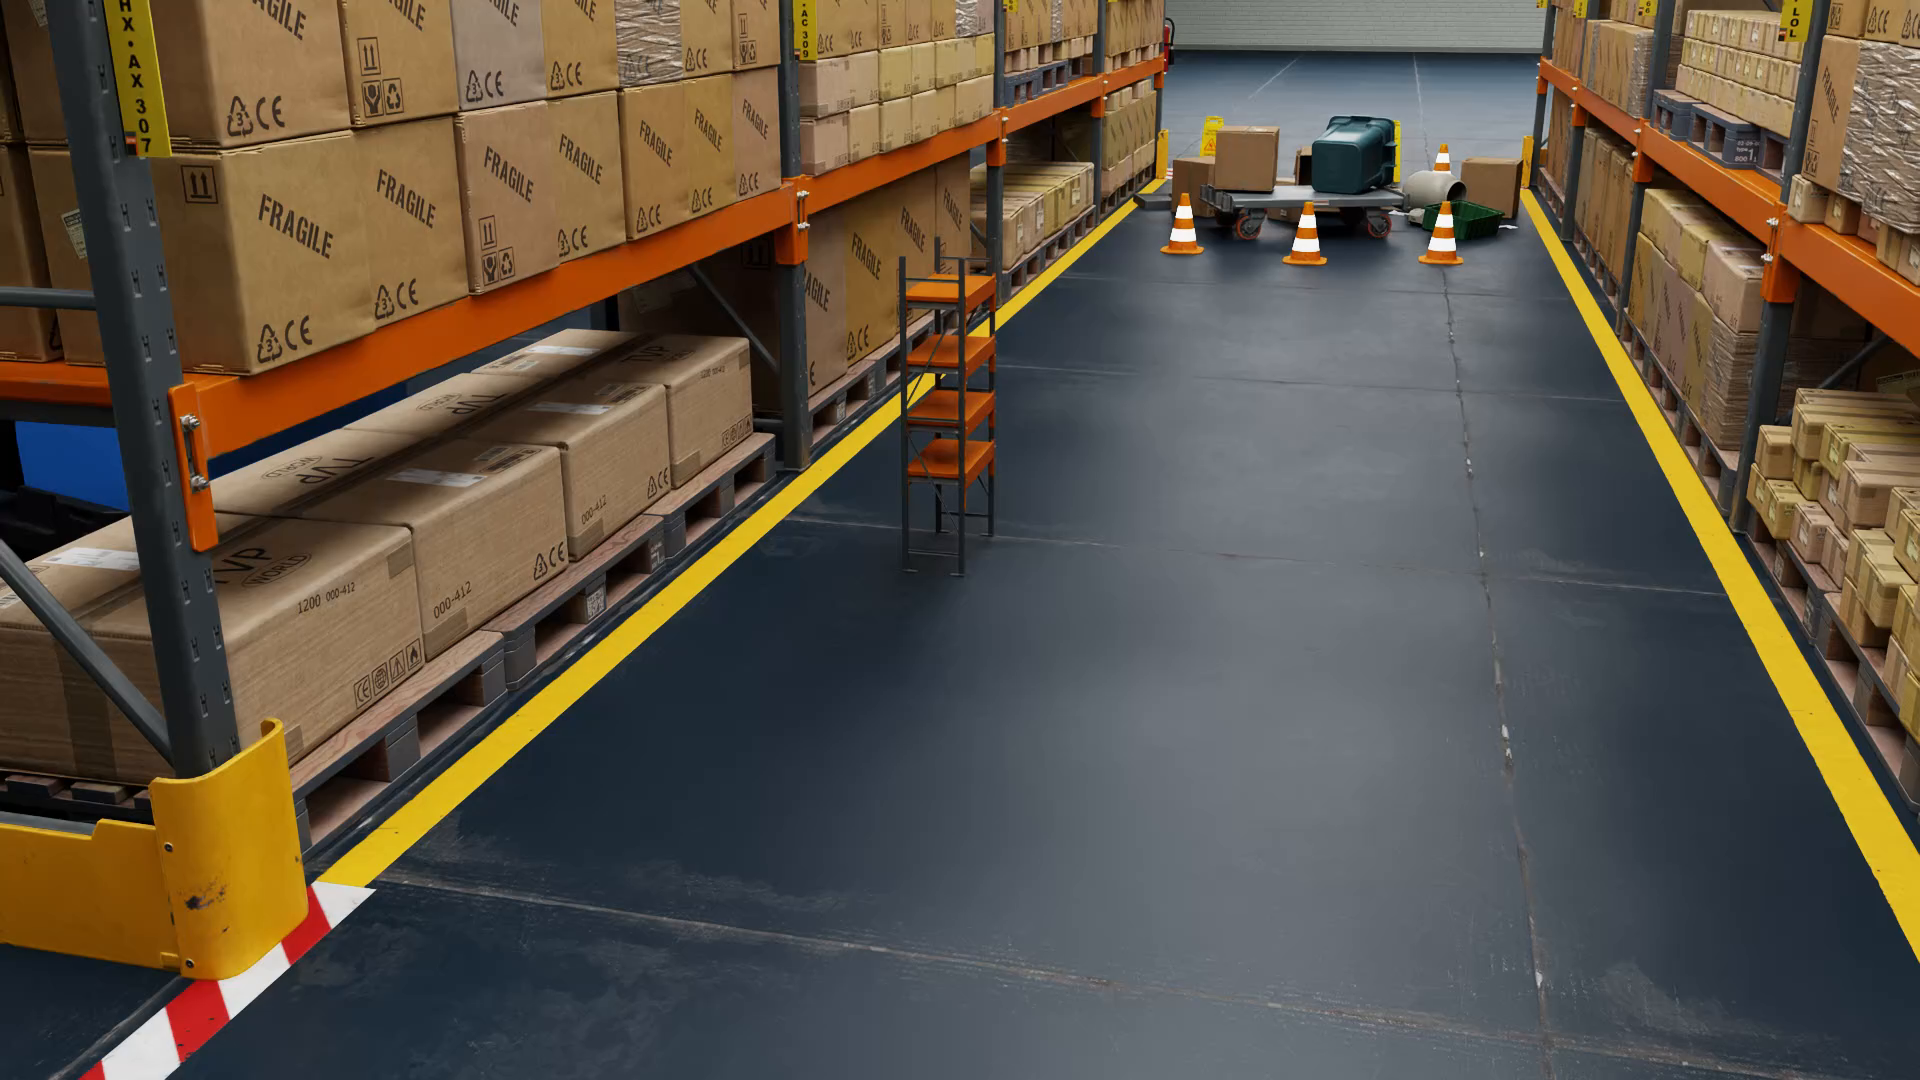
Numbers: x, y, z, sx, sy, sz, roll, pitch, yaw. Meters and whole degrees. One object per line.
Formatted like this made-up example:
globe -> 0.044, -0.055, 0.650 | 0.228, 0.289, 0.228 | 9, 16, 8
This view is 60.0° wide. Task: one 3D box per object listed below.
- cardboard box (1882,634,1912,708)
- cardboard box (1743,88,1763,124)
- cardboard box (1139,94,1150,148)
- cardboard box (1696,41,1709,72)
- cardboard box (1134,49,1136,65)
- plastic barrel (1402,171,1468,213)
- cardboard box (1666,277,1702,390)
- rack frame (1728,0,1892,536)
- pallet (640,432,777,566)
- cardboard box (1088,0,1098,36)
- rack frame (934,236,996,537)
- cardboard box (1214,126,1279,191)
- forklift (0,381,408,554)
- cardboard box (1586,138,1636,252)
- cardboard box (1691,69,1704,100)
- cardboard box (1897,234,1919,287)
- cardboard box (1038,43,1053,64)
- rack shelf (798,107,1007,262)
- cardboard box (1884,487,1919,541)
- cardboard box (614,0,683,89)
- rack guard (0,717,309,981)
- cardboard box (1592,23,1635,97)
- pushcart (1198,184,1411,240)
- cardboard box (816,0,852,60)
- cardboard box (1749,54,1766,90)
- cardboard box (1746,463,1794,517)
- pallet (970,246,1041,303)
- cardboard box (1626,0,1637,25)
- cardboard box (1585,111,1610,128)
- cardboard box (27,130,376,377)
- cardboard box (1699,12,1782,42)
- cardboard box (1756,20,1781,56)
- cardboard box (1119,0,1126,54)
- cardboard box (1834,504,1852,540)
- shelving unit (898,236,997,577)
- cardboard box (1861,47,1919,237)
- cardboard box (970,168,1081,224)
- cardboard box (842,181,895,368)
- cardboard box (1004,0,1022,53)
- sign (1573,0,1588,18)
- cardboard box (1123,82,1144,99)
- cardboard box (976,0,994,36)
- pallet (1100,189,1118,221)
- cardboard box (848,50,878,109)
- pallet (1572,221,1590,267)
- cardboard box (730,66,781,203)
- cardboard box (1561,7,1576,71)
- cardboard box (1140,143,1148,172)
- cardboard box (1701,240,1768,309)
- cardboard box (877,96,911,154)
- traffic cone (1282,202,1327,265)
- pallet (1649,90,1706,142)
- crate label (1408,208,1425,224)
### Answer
cardboard box -> 2.833, 0.393, 4.659 | 0.380, 0.149, 0.250 | 5, 19, 14
cardboard box -> 3.791, -1.964, 7.535 | 0.380, 0.149, 0.250 | 4, 19, 11
cardboard box -> 1.676, -4.355, 17.242 | 0.500, 0.500, 0.500 | 5, 20, 15
cardboard box -> 4.174, -2.588, 8.902 | 0.380, 0.149, 0.250 | 4, 19, 12
cardboard box -> 1.510, -4.721, 16.257 | 0.380, 0.149, 0.250 | 5, 19, 13
plastic barrel -> 4.380, -3.183, 15.352 | 0.421, 0.421, 0.512 | -13, 23, -34
cardboard box -> 3.828, -1.007, 8.213 | 0.500, 0.500, 0.500 | 4, 19, 12
rack frame -> 3.636, -1.418, 6.199 | 1.000, 3.000, 0.127 | 5, 19, 13
pallet -> -1.450, -0.226, 7.022 | 1.003, 0.211, 1.213 | 5, 19, 13
cardboard box -> 0.876, -4.509, 13.983 | 0.500, 0.500, 0.500 | 4, 19, 12
rack frame -> 0.019, -0.592, 6.566 | 0.240, 1.200, 0.015 | 5, 19, 13
cardboard box -> 2.499, -3.329, 14.489 | 0.500, 0.500, 0.500 | 5, 19, 13
forklift -> -3.687, -1.518, 6.597 | 3.031, 2.935, 1.130 | 11, 22, 29
cardboard box -> 5.287, -2.556, 12.361 | 1.050, 0.750, 0.750 | 5, 19, 13
cardboard box -> 4.177, -2.459, 8.984 | 0.380, 0.149, 0.250 | 6, 20, 16
cardboard box -> 2.975, -0.820, 4.835 | 0.380, 0.149, 0.250 | 6, 20, 16
cardboard box -> 0.490, -3.701, 12.621 | 0.380, 0.149, 0.250 | 5, 20, 15
rack shelf -> -0.700, -2.064, 9.202 | 1.077, 0.370, 4.000 | 5, 19, 13
cardboard box -> 3.043, -0.044, 5.016 | 0.380, 0.149, 0.250 | 4, 19, 11
cardboard box -> -1.283, -1.809, 5.643 | 0.500, 0.500, 0.500 | 5, 19, 14
rack guard -> -2.172, 0.667, 3.962 | 1.175, 0.500, 0.348 | 5, 19, 13
cardboard box -> 4.954, -3.514, 12.182 | 0.500, 0.500, 0.500 | 5, 19, 13
pushcart -> 2.989, -2.880, 14.534 | 1.648, 0.377, 0.936 | -2, 19, -6
cardboard box -> -0.802, -2.413, 7.410 | 0.500, 0.500, 0.500 | 5, 19, 14
cardboard box -> 3.796, -2.107, 7.494 | 0.380, 0.149, 0.250 | 4, 19, 11
cardboard box -> 3.236, -0.179, 6.332 | 0.380, 0.149, 0.250 | 4, 19, 11
pallet -> -0.019, -1.956, 12.089 | 1.003, 0.211, 1.213 | 5, 19, 13
cardboard box -> 5.227, -3.970, 11.969 | 0.700, 0.500, 0.500 | 5, 19, 14
cardboard box -> 5.812, -3.310, 14.376 | 0.875, 0.875, 0.875 | 5, 19, 14
cardboard box -> -1.770, -0.699, 3.938 | 0.500, 0.500, 0.500 | 5, 19, 13
cardboard box -> 4.185, -2.743, 8.895 | 0.380, 0.149, 0.250 | 5, 19, 13
cardboard box -> 3.802, -2.245, 7.438 | 0.380, 0.149, 0.250 | 4, 19, 12
cardboard box -> 1.244, -4.748, 15.333 | 0.500, 0.500, 0.500 | 5, 19, 13
cardboard box -> 3.169, -0.070, 5.553 | 0.380, 0.149, 0.250 | 4, 19, 11
shelving unit -> -0.040, -0.516, 6.342 | 0.258, 1.200, 0.503 | 5, 19, 13
cardboard box -> 2.999, -1.160, 4.829 | 0.500, 0.500, 0.500 | 4, 19, 12
cardboard box -> 0.468, -2.850, 13.806 | 0.950, 0.372, 0.625 | 6, 20, 17
cardboard box -> -0.902, -1.455, 8.944 | 0.875, 0.875, 0.875 | 5, 20, 15
cardboard box -> 0.123, -3.541, 11.148 | 0.500, 0.500, 0.500 | 4, 19, 12
sign -> 5.052, -4.416, 13.514 | 0.100, 0.325, 0.005 | 5, 19, 13
cardboard box -> 1.645, -4.545, 16.793 | 0.380, 0.149, 0.250 | 6, 20, 16
cardboard box -> -0.084, -3.369, 10.208 | 0.500, 0.500, 0.500 | 4, 19, 12
pallet -> 0.896, -3.179, 15.667 | 1.003, 0.211, 1.213 | 5, 19, 13
cardboard box -> -0.708, -2.224, 8.017 | 0.500, 0.250, 0.500 | 5, 19, 14
pallet -> 5.475, -2.358, 13.265 | 1.003, 0.211, 1.213 | 5, 19, 13
cardboard box -> -1.054, -1.659, 6.750 | 0.500, 0.500, 0.500 | 5, 19, 14
cardboard box -> 6.060, -4.621, 15.345 | 0.875, 0.550, 0.500 | 5, 19, 13
cardboard box -> 1.672, -4.000, 17.361 | 0.500, 0.250, 0.500 | 5, 19, 14
cardboard box -> 3.711, -1.202, 7.624 | 0.500, 0.250, 0.500 | 6, 20, 16
cardboard box -> -0.560, -2.145, 8.559 | 0.500, 0.250, 0.500 | 4, 19, 13
traffic cone -> 2.719, -2.415, 13.043 | 0.336, 0.463, 0.334 | 5, 19, 13
pallet -> 4.542, -2.349, 9.222 | 1.213, 0.211, 1.003 | 5, 19, 13
crate label -> 4.200, -2.907, 14.987 | 0.298, 0.136, 0.250 | -9, 21, -24
